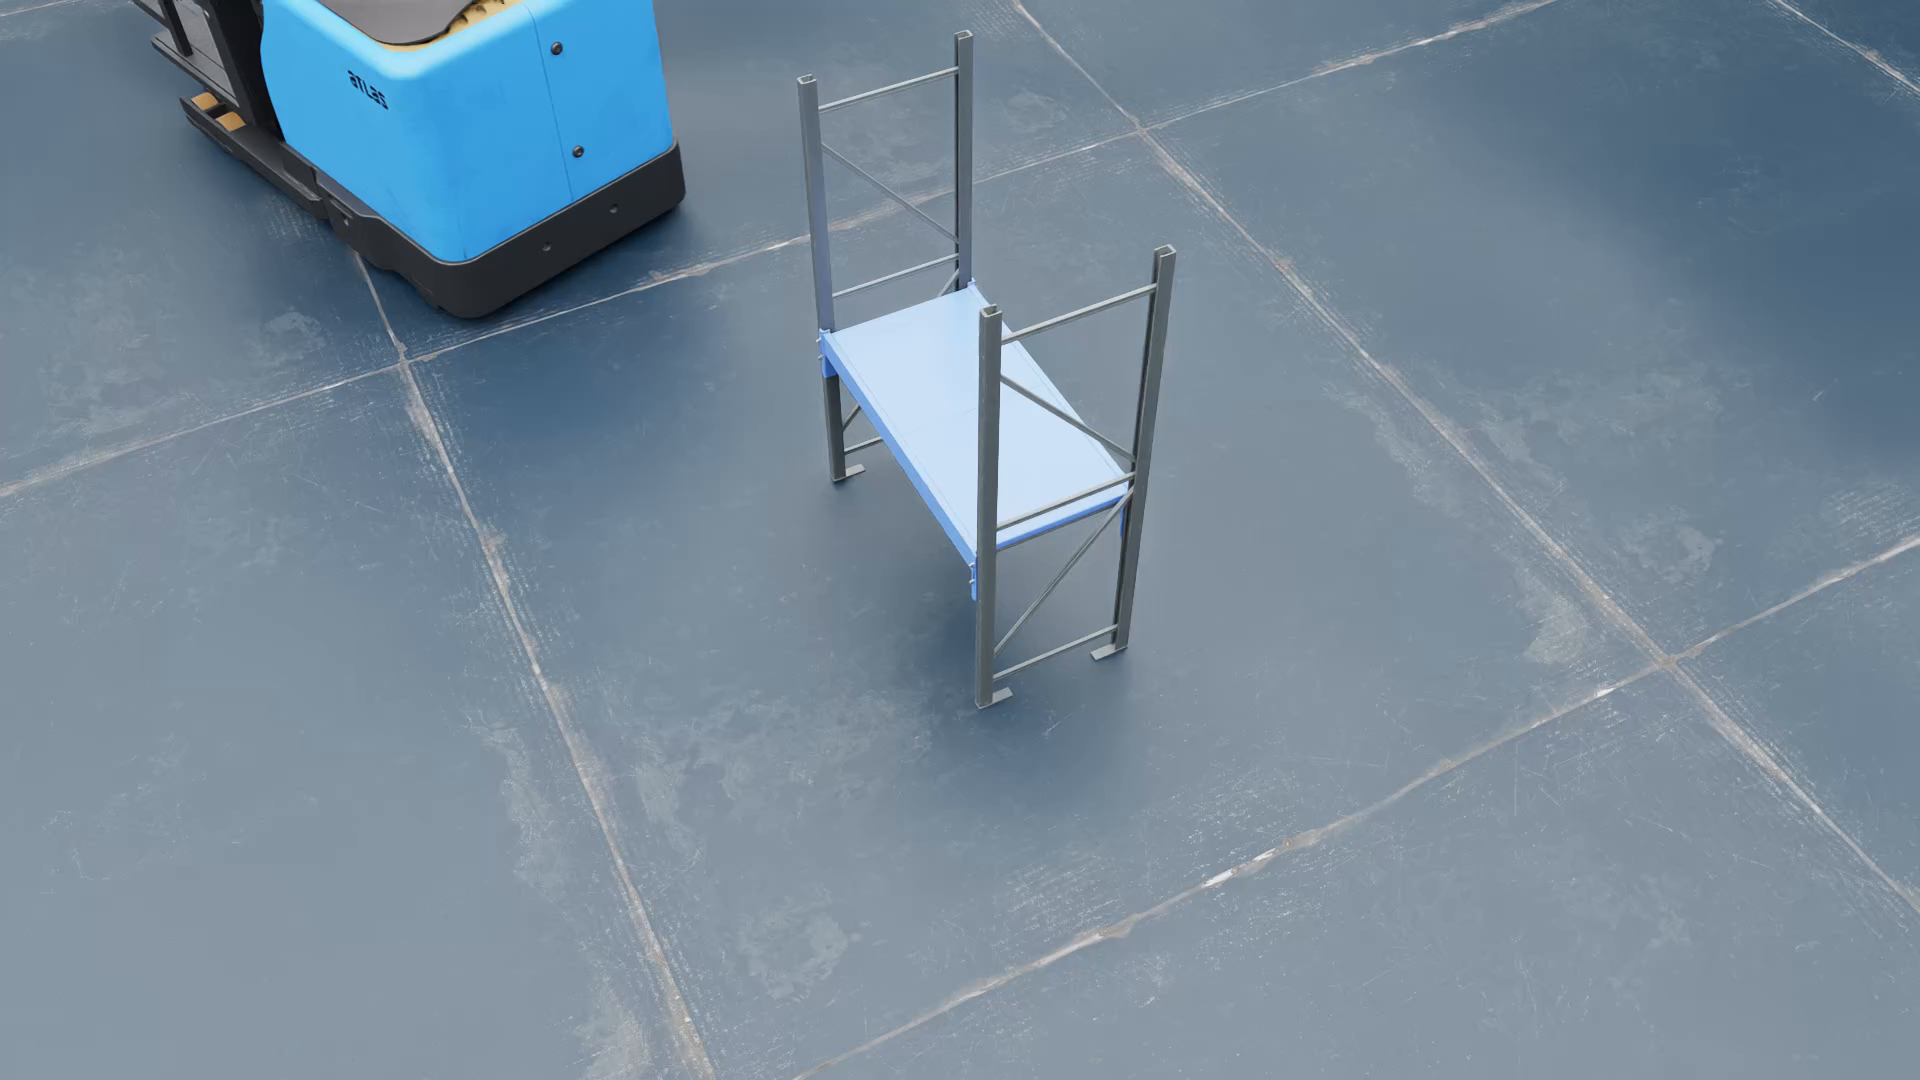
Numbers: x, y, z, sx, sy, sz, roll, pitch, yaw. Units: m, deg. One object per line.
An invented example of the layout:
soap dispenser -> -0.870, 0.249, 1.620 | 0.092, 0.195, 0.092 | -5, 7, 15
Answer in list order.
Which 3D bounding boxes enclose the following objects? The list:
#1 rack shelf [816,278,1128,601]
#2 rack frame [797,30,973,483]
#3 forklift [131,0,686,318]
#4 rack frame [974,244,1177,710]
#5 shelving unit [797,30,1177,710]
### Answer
rack shelf -> 0.039, -0.318, 4.771 | 0.538, 0.185, 1.000 | -21, 52, -18
rack frame -> -0.194, -0.777, 4.933 | 0.500, 1.500, 0.032 | -21, 52, -18
forklift -> -2.451, -2.736, 5.696 | 3.031, 2.935, 1.130 | 36, 58, 27
rack frame -> 0.272, -0.096, 4.338 | 0.500, 1.500, 0.032 | -21, 52, -18
shelving unit -> 0.039, -0.437, 4.636 | 0.538, 1.500, 1.048 | -21, 52, -18
